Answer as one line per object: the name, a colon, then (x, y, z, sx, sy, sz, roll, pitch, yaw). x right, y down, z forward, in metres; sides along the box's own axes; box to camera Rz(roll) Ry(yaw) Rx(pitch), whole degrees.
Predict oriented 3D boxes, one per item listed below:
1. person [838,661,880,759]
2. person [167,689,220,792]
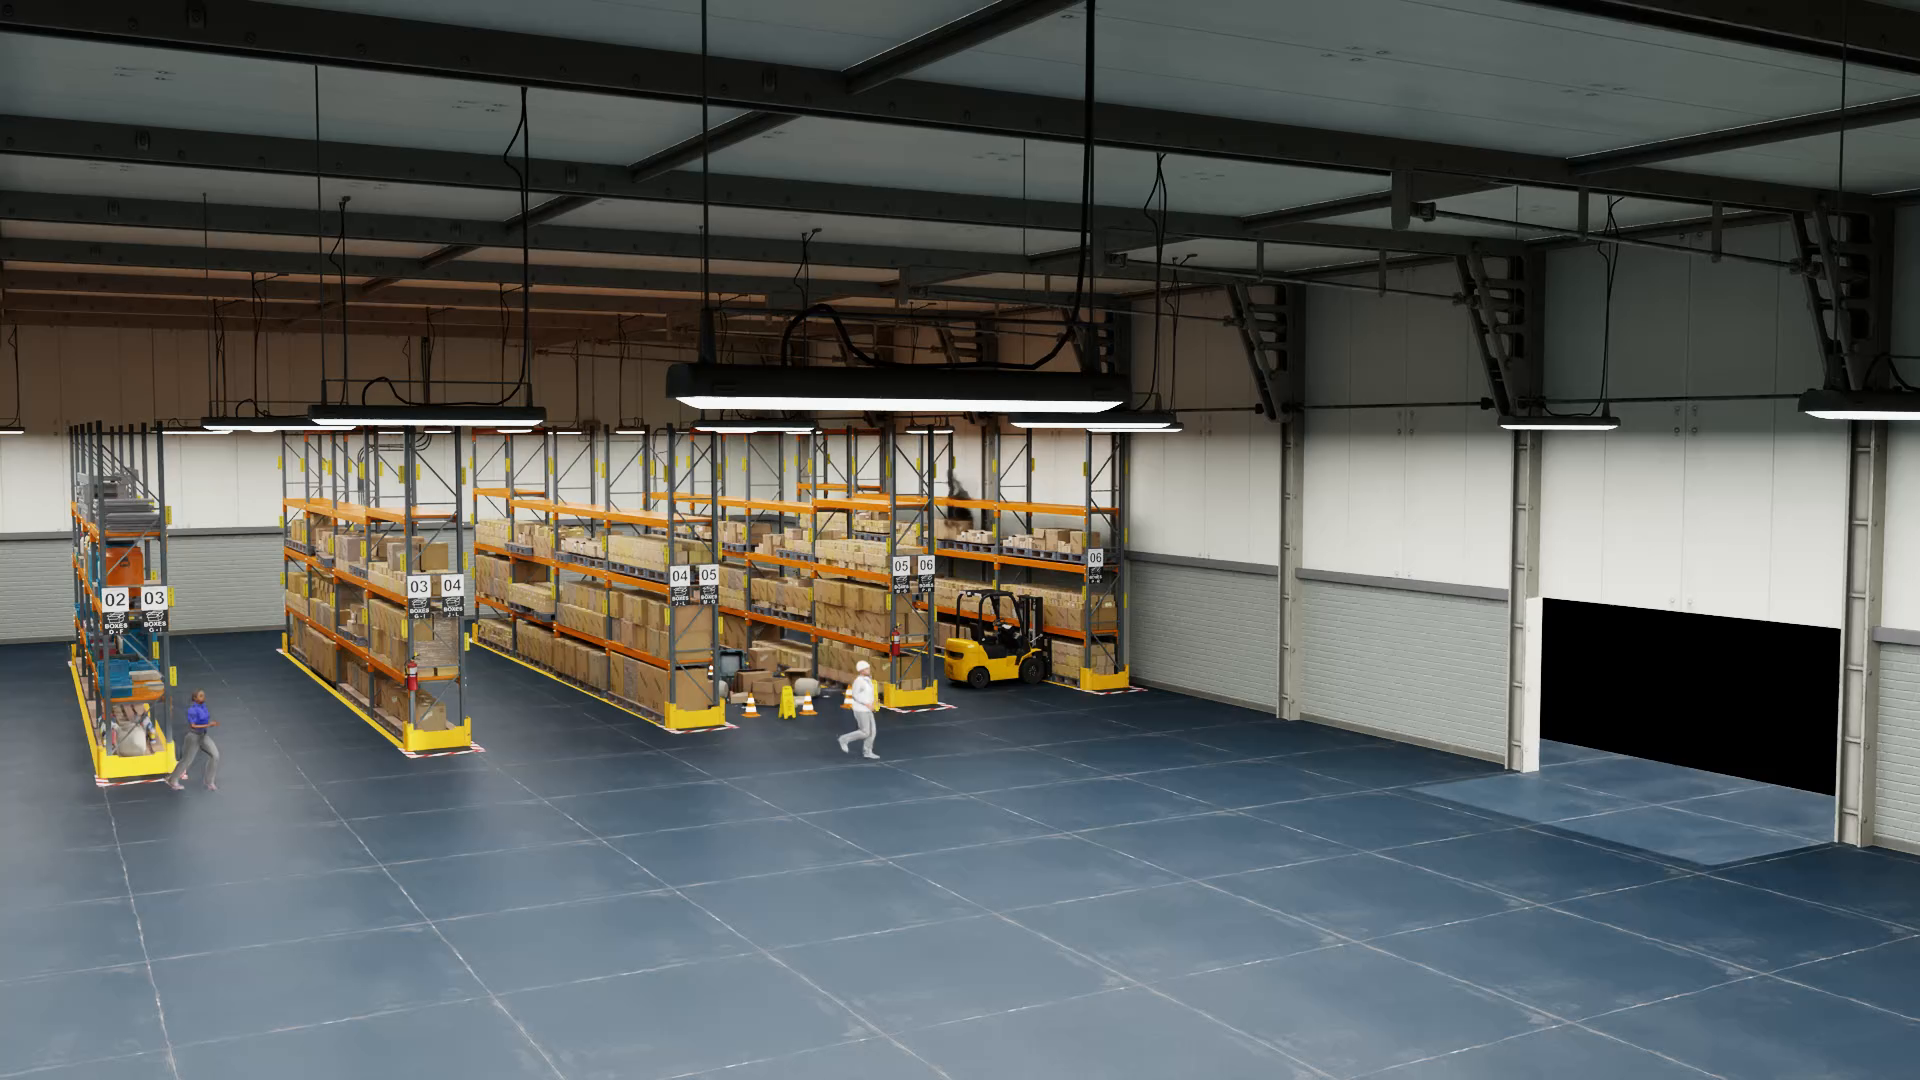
person: (-1.778, 3.027, 29.707, 0.723, 1.760, 0.667, 1, 4, 14)
person: (-12.328, 3.245, 26.843, 0.883, 1.697, 0.583, 1, 4, 8)
